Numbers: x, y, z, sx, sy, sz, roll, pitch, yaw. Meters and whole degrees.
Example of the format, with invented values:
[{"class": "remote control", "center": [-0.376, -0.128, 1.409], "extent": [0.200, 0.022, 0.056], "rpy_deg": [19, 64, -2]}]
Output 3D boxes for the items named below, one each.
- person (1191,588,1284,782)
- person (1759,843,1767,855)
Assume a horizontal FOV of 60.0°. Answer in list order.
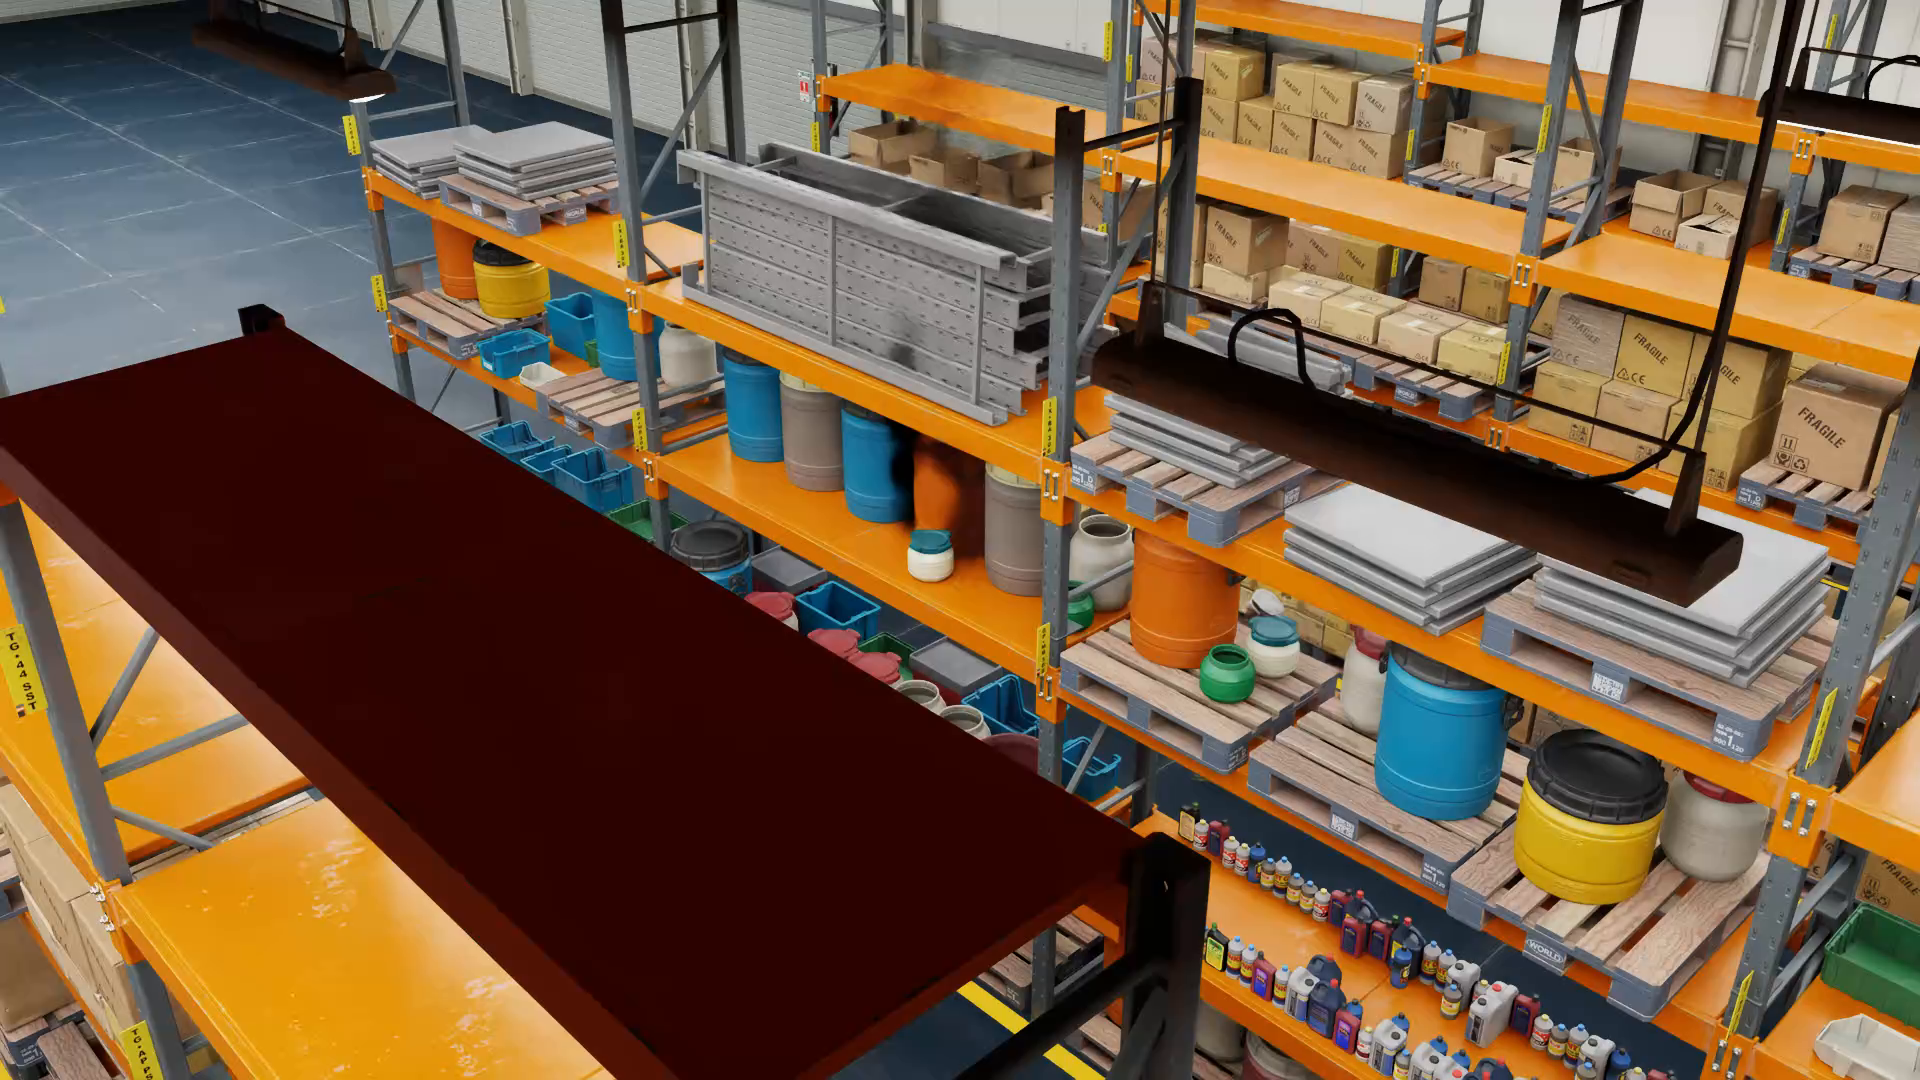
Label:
[{"class": "person", "center": [2.166, 1.135, 12.294], "extent": [0.820, 1.734, 0.574], "rpy_deg": [18, 33, 29]}, {"class": "person", "center": [4.781, 2.391, 10.684], "extent": [0.765, 1.699, 0.580], "rpy_deg": [17, 33, 29]}]
